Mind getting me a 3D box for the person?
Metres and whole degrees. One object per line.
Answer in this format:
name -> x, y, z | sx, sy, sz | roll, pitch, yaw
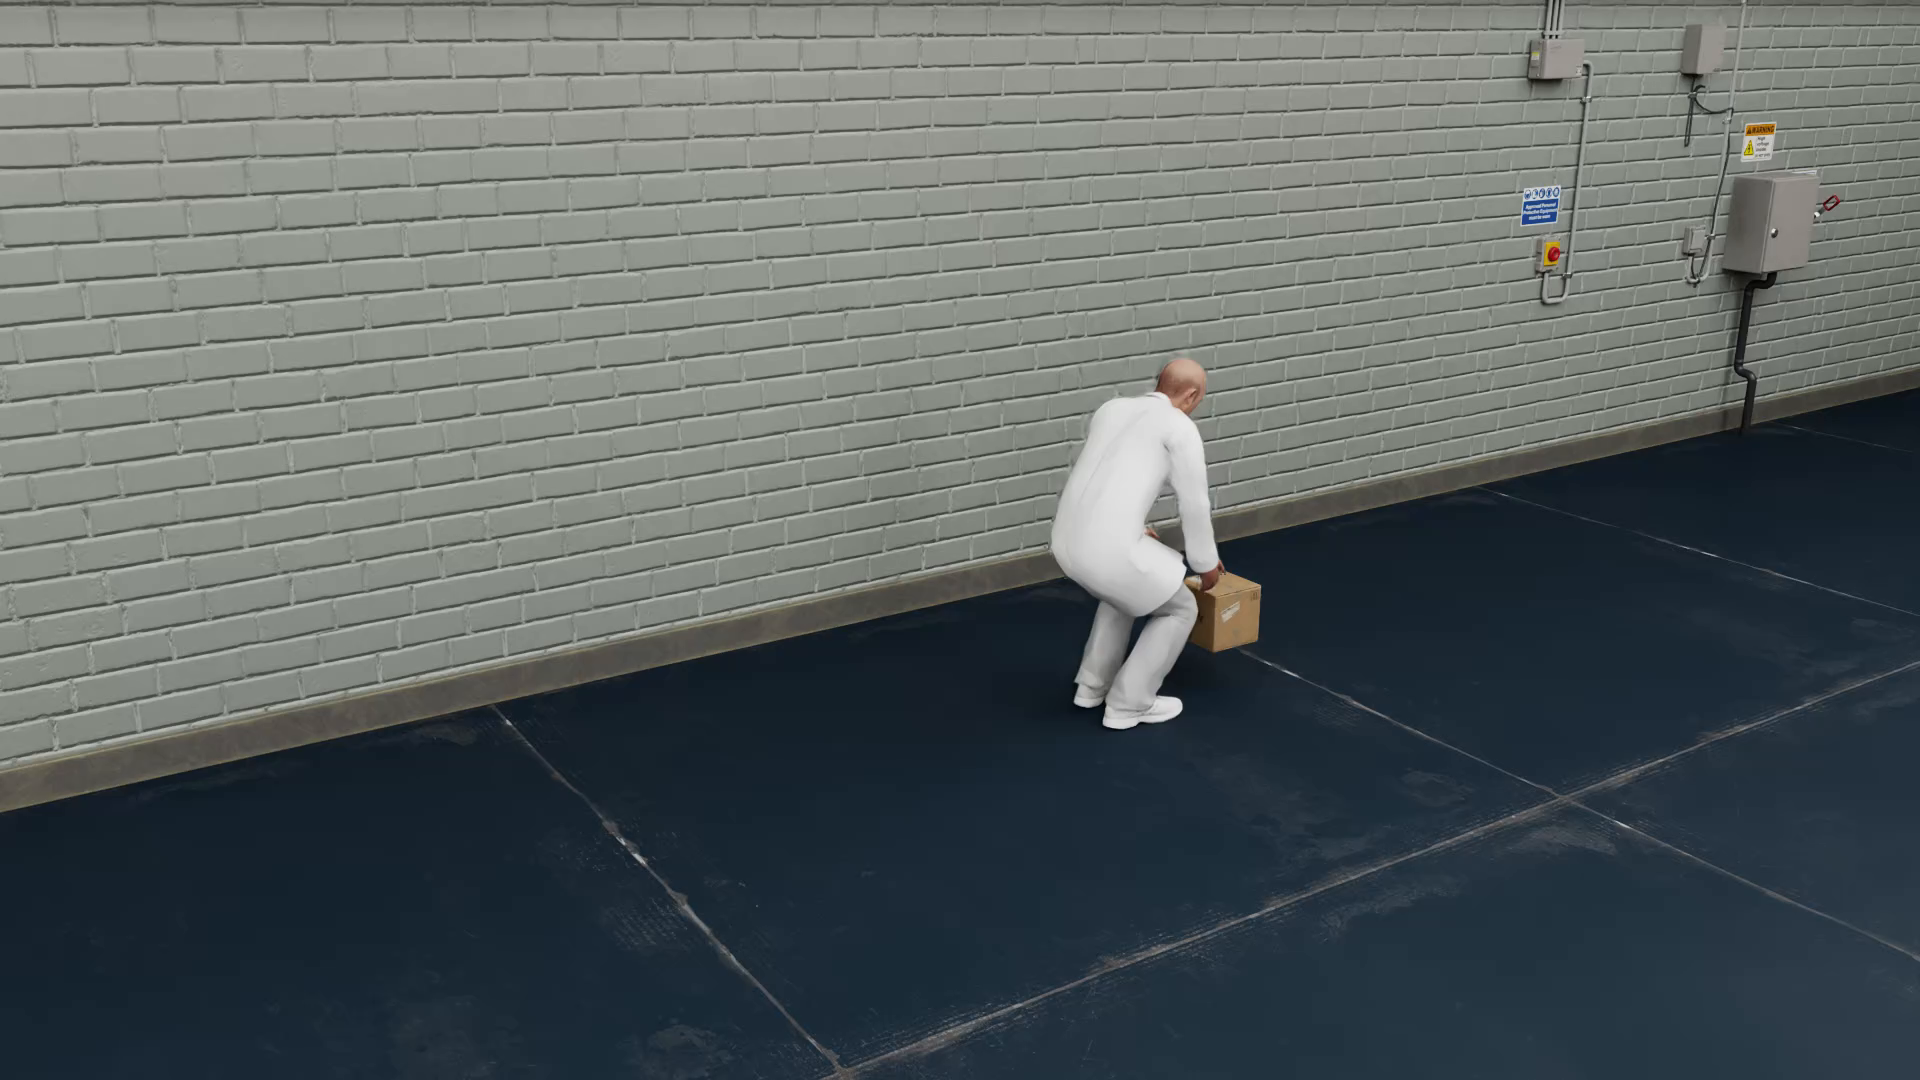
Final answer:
person -> 0.680, 0.003, 6.654 | 0.717, 1.425, 0.632 | -11, 21, -31
